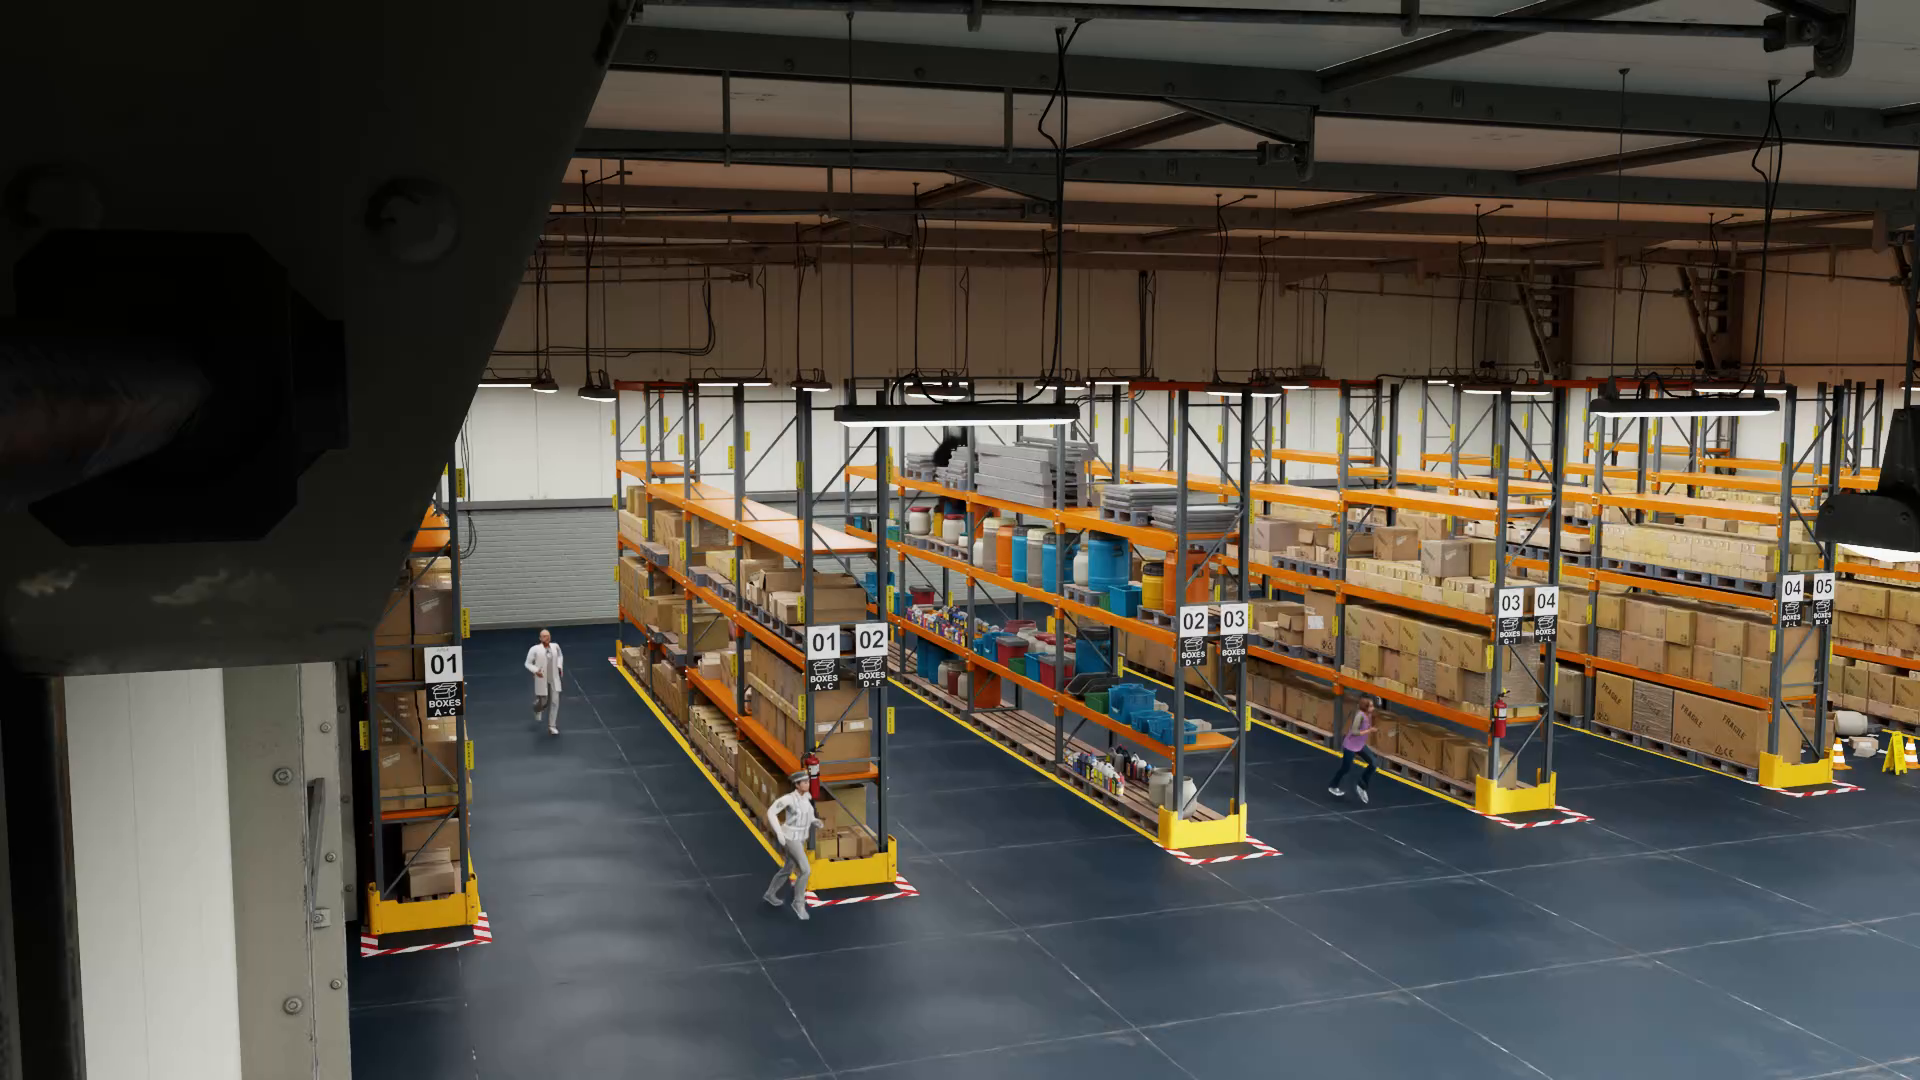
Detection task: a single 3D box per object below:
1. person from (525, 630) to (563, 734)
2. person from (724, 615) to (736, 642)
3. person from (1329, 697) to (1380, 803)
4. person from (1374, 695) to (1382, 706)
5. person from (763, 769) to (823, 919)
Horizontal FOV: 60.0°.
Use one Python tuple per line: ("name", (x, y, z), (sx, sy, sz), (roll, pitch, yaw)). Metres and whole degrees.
("person", (-7.152, 2.427, 28.750), (0.711, 1.764, 0.918), (-4, 7, -32))
("person", (-4.934, 1.753, 35.706), (0.743, 1.678, 0.609), (5, 8, 39))
("person", (5.700, 3.011, 24.008), (0.524, 1.553, 0.845), (-5, 8, -41))
("person", (7.662, 2.179, 31.269), (0.699, 1.754, 1.071), (-3, 7, -24))
("person", (-1.924, 3.495, 19.241), (0.770, 1.722, 0.586), (3, 7, 27))
